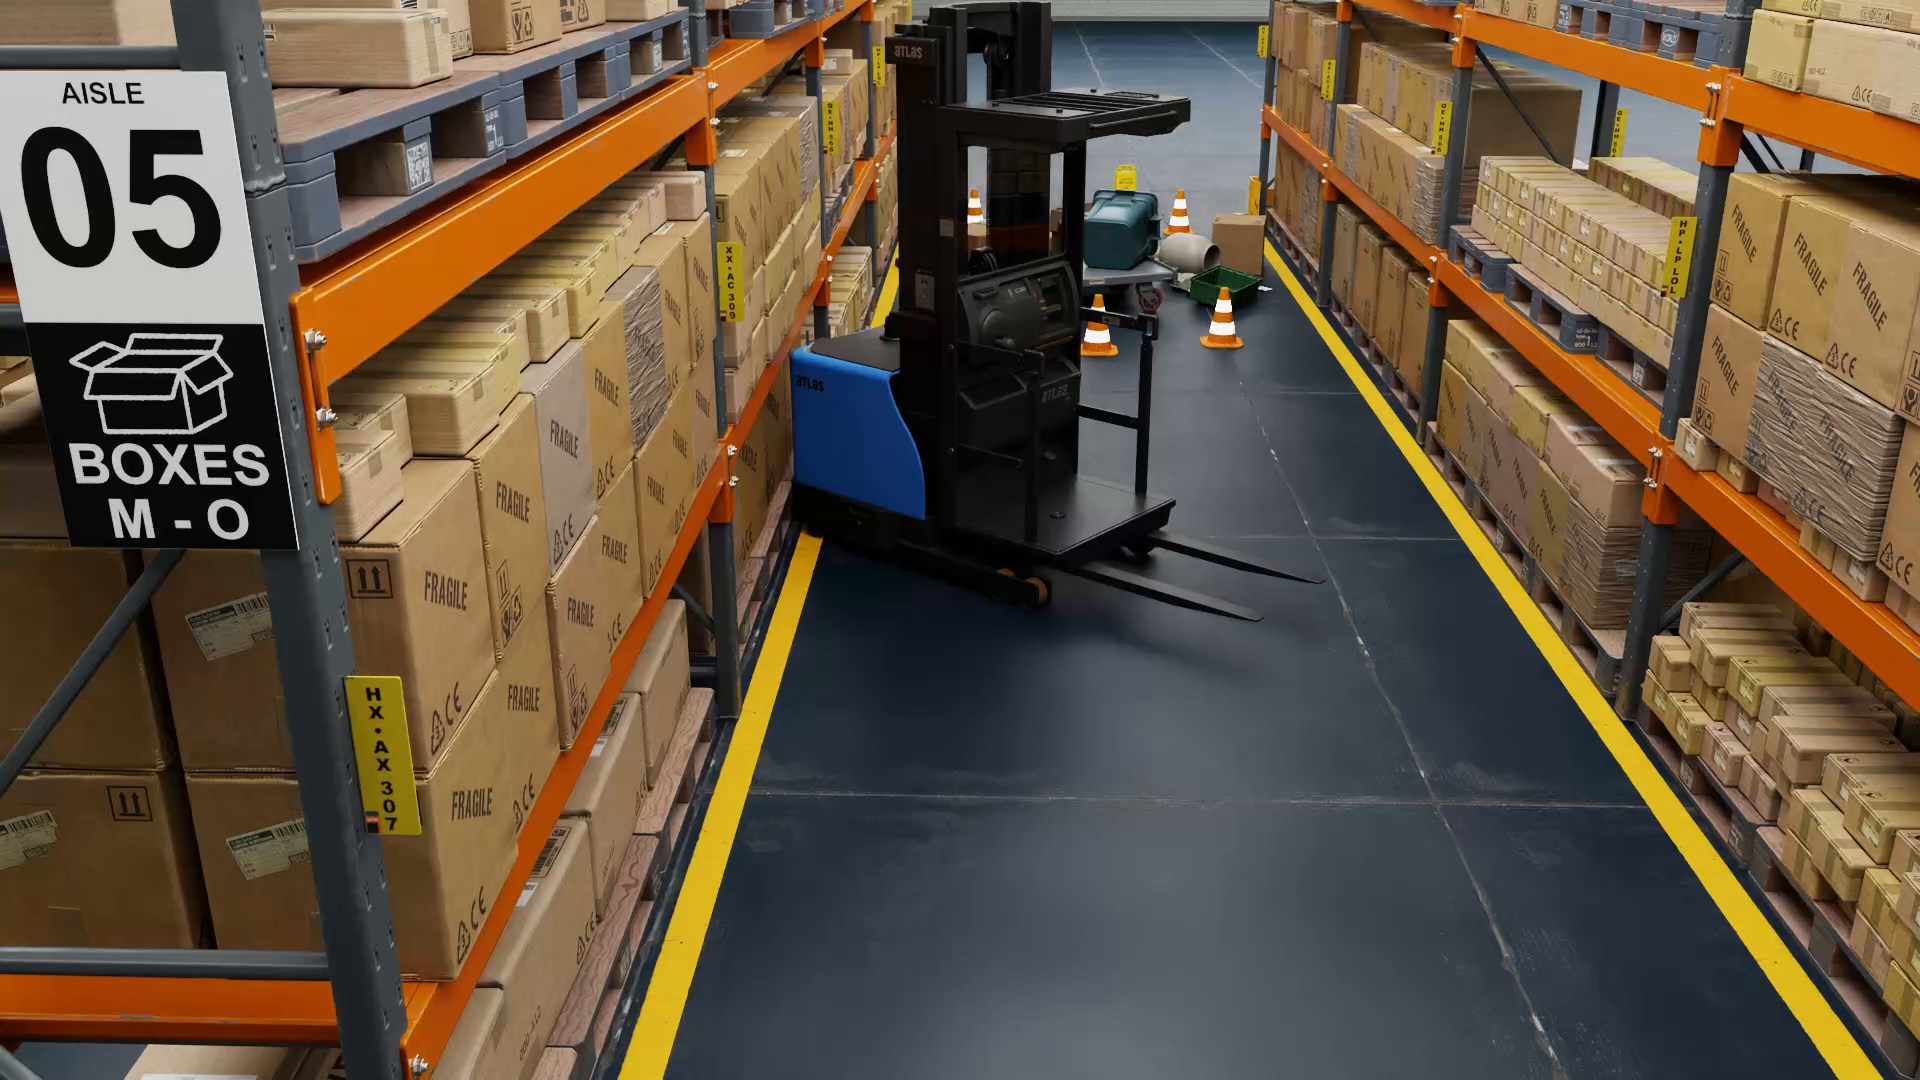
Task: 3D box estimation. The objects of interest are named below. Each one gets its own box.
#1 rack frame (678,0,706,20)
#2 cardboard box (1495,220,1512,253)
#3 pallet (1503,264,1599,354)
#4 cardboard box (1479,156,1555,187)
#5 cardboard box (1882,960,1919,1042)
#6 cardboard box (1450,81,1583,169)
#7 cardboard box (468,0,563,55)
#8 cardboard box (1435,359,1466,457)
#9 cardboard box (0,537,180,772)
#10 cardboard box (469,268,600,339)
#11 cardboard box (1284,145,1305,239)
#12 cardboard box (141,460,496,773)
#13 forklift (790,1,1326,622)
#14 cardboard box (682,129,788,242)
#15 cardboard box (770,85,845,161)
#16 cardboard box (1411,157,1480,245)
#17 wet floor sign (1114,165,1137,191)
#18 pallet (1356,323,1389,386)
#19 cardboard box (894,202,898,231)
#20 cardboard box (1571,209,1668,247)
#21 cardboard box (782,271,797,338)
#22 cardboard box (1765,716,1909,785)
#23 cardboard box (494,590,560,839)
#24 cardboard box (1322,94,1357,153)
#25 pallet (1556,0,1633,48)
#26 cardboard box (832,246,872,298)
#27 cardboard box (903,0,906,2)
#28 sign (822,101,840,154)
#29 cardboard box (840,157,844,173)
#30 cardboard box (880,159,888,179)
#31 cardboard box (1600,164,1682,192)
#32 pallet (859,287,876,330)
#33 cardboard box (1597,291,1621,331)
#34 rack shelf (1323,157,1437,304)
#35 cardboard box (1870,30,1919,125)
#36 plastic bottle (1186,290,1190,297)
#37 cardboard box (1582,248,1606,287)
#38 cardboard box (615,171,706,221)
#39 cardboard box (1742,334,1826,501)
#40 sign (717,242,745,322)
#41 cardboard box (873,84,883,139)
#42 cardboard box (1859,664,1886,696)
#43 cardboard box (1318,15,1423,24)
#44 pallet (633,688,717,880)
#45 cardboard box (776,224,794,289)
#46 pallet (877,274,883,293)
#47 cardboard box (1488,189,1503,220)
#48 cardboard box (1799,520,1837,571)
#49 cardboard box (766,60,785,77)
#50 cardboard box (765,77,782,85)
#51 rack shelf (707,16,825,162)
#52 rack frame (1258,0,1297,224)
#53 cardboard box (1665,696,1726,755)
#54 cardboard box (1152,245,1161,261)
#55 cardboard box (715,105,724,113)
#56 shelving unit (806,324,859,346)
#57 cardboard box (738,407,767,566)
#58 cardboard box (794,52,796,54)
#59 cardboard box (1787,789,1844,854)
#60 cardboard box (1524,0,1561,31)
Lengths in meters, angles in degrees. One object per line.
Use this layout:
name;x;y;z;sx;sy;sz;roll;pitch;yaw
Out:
rack frame;-1.490;-3.413;5.885;1.000;3.000;0.127;1;21;2
cardboard box;3.351;-1.769;9.708;0.380;0.149;0.250;2;21;4
pallet;3.564;-1.239;8.840;1.003;0.211;1.213;1;21;2
cardboard box;3.375;-2.234;10.084;0.380;0.149;0.250;1;21;2
cardboard box;3.087;1.418;5.089;0.380;0.149;0.250;0;21;-1
cardboard box;3.606;-2.719;10.870;0.700;0.500;0.500;1;21;1
cardboard box;-1.400;-1.585;4.462;0.500;0.500;0.500;1;21;3
cardboard box;3.306;-0.822;10.376;0.500;0.500;0.500;0;21;-1
cardboard box;-1.835;0.140;3.500;0.500;0.500;0.500;1;21;3
cardboard box;-1.235;-0.671;4.693;0.380;0.149;0.250;0;21;0
cardboard box;3.847;-3.578;16.961;0.875;0.875;0.875;0;21;1
cardboard box;-1.312;0.147;3.483;0.500;0.500;0.500;0;21;0
forklift;0.480;-1.220;8.621;3.031;2.935;1.130;17;27;37
cardboard box;-1.174;-1.837;8.597;0.500;0.500;0.500;0;21;1
cardboard box;-1.105;-2.984;11.943;0.500;0.500;0.500;1;21;3
cardboard box;3.328;-2.257;11.061;0.500;0.500;0.500;1;21;2
wet floor sign;1.848;-3.872;18.615;0.267;0.644;0.232;-3;21;-8
pallet;3.722;-1.469;13.022;1.003;0.211;1.213;1;21;2
cardboard box;-0.904;-3.386;17.330;0.500;0.250;0.500;1;21;2
cardboard box;3.319;-1.573;8.380;0.380;0.149;0.250;0;21;-1
cardboard box;-1.142;-1.255;8.825;0.500;0.250;0.500;0;21;1
cardboard box;3.143;0.757;5.970;0.380;0.149;0.250;1;21;3
cardboard box;-1.322;0.430;4.136;0.500;0.500;0.500;0;21;1
cardboard box;3.704;-3.694;14.696;0.875;0.550;0.550;1;21;2
pallet;3.615;-2.506;7.954;1.213;0.211;1.003;1;21;2
cardboard box;-1.260;-2.290;14.335;0.950;0.372;0.625;1;21;2
cardboard box;-0.922;-5.419;17.417;0.700;0.500;0.500;0;21;0
sign;-0.813;-2.597;10.475;0.100;0.325;0.005;1;21;2
cardboard box;-1.075;-2.840;12.469;0.380;0.149;0.250;1;21;3
cardboard box;-0.881;-3.515;15.729;0.380;0.149;0.250;1;21;4
cardboard box;4.016;-2.127;9.809;0.380;0.149;0.250;0;21;1
pallet;-1.269;-1.927;14.204;1.003;0.211;1.213;1;21;2
cardboard box;3.300;-1.097;7.977;0.380;0.149;0.250;0;21;-1
rack shelf;3.644;-2.432;12.645;1.077;0.370;4.000;1;21;2
cardboard box;3.142;-1.393;5.033;0.500;0.250;0.500;2;21;4
plastic bottle;2.204;-2.237;15.210;0.133;0.061;0.283;-11;24;-26
cardboard box;3.306;-1.339;8.190;0.380;0.149;0.250;0;21;-1
cardboard box;-1.181;-1.316;6.358;0.380;0.149;0.250;0;21;1
cardboard box;3.186;-0.428;5.936;0.500;0.500;0.500;1;21;2
sign;-0.935;-1.051;6.785;0.100;0.325;0.005;1;21;2
cardboard box;-0.954;-3.850;14.755;0.500;0.500;0.500;1;21;1
cardboard box;3.742;0.572;6.446;0.380;0.149;0.250;0;21;1
cardboard box;3.804;-4.591;15.514;0.875;0.550;0.550;1;21;2
pallet;-1.591;0.958;6.768;1.003;0.211;1.213;1;21;2
cardboard box;-1.151;-1.489;8.736;0.500;0.250;0.500;0;21;0
pallet;-1.261;-2.452;15.556;1.003;0.211;1.213;1;21;2
cardboard box;3.361;-1.991;9.869;0.380;0.149;0.250;2;21;4
cardboard box;3.149;-0.002;5.736;0.380;0.149;0.250;1;21;3
cardboard box;-1.544;-3.632;12.716;0.380;0.149;0.250;2;21;5
cardboard box;-1.595;-3.178;12.442;0.500;0.500;0.500;0;21;-1
rack shelf;-1.429;-2.402;8.421;1.077;0.370;4.000;1;21;2
rack frame;3.826;-4.937;18.106;1.000;3.000;0.127;1;21;2
cardboard box;3.121;0.759;6.785;0.380;0.149;0.250;1;21;3
cardboard box;1.916;-2.858;16.527;0.396;0.266;0.258;4;22;11
cardboard box;-1.633;-2.220;9.583;0.500;0.500;0.500;1;21;2
shelving unit;-0.749;-0.745;9.998;0.252;1.050;0.215;17;27;37
cardboard box;-1.531;-0.373;8.700;0.875;0.875;0.875;1;21;3
cardboard box;-1.429;-4.785;17.164;0.500;0.500;0.500;1;21;3
cardboard box;3.127;0.992;5.774;0.380;0.149;0.250;0;21;1
cardboard box;3.281;-2.924;8.634;0.500;0.500;0.500;1;21;2
